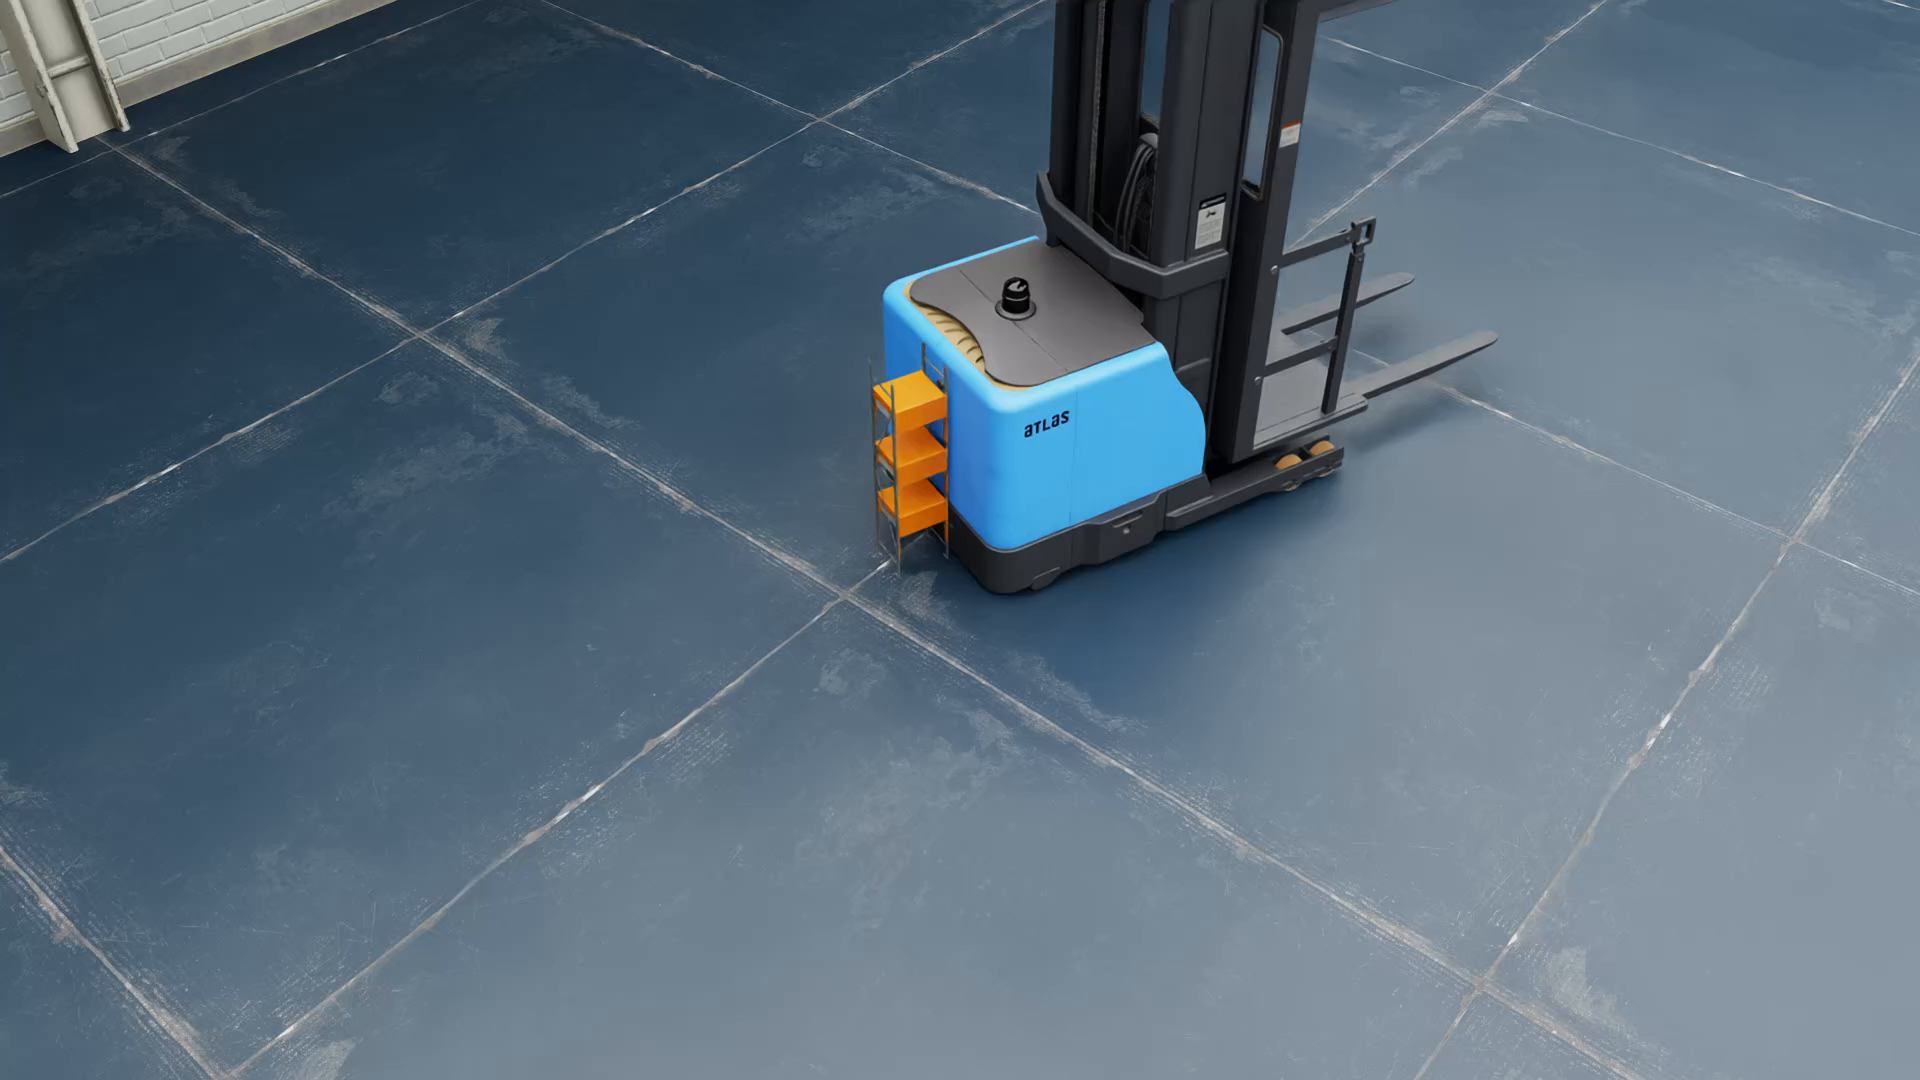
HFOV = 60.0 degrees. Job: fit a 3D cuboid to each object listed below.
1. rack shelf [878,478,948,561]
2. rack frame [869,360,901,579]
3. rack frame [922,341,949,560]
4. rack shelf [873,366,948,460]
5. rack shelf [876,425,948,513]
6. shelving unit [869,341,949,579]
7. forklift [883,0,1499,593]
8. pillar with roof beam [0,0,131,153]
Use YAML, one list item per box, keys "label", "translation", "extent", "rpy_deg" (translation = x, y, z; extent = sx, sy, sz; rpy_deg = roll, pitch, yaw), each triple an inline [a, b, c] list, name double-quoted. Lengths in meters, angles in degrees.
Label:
- label: "rack shelf"
  translation: [-0.207, -0.105, 7.196]
  extent: [0.240, 0.259, 0.215]
  rpy_deg: [-22, 47, -22]
- label: "rack frame"
  translation: [-0.312, -0.277, 6.956]
  extent: [0.008, 1.050, 0.200]
  rpy_deg: [-22, 47, -22]
- label: "rack frame"
  translation: [-0.102, -0.360, 7.048]
  extent: [0.008, 1.050, 0.200]
  rpy_deg: [-22, 47, -22]
- label: "rack shelf"
  translation: [-0.207, -0.521, 6.819]
  extent: [0.240, 0.259, 0.215]
  rpy_deg: [-22, 47, -22]
- label: "rack shelf"
  translation: [-0.207, -0.311, 7.009]
  extent: [0.240, 0.259, 0.215]
  rpy_deg: [-22, 47, -22]
- label: "shelving unit"
  translation: [-0.207, -0.319, 7.002]
  extent: [0.252, 1.050, 0.215]
  rpy_deg: [-22, 47, -22]
- label: "forklift"
  translation: [1.190, -1.598, 7.012]
  extent: [3.031, 2.935, 1.130]
  rpy_deg: [-22, 47, -22]
- label: "pillar with roof beam"
  translation: [-2.040, -3.957, 5.095]
  extent: [9.100, 9.000, 0.400]
  rpy_deg: [29, 50, 28]
